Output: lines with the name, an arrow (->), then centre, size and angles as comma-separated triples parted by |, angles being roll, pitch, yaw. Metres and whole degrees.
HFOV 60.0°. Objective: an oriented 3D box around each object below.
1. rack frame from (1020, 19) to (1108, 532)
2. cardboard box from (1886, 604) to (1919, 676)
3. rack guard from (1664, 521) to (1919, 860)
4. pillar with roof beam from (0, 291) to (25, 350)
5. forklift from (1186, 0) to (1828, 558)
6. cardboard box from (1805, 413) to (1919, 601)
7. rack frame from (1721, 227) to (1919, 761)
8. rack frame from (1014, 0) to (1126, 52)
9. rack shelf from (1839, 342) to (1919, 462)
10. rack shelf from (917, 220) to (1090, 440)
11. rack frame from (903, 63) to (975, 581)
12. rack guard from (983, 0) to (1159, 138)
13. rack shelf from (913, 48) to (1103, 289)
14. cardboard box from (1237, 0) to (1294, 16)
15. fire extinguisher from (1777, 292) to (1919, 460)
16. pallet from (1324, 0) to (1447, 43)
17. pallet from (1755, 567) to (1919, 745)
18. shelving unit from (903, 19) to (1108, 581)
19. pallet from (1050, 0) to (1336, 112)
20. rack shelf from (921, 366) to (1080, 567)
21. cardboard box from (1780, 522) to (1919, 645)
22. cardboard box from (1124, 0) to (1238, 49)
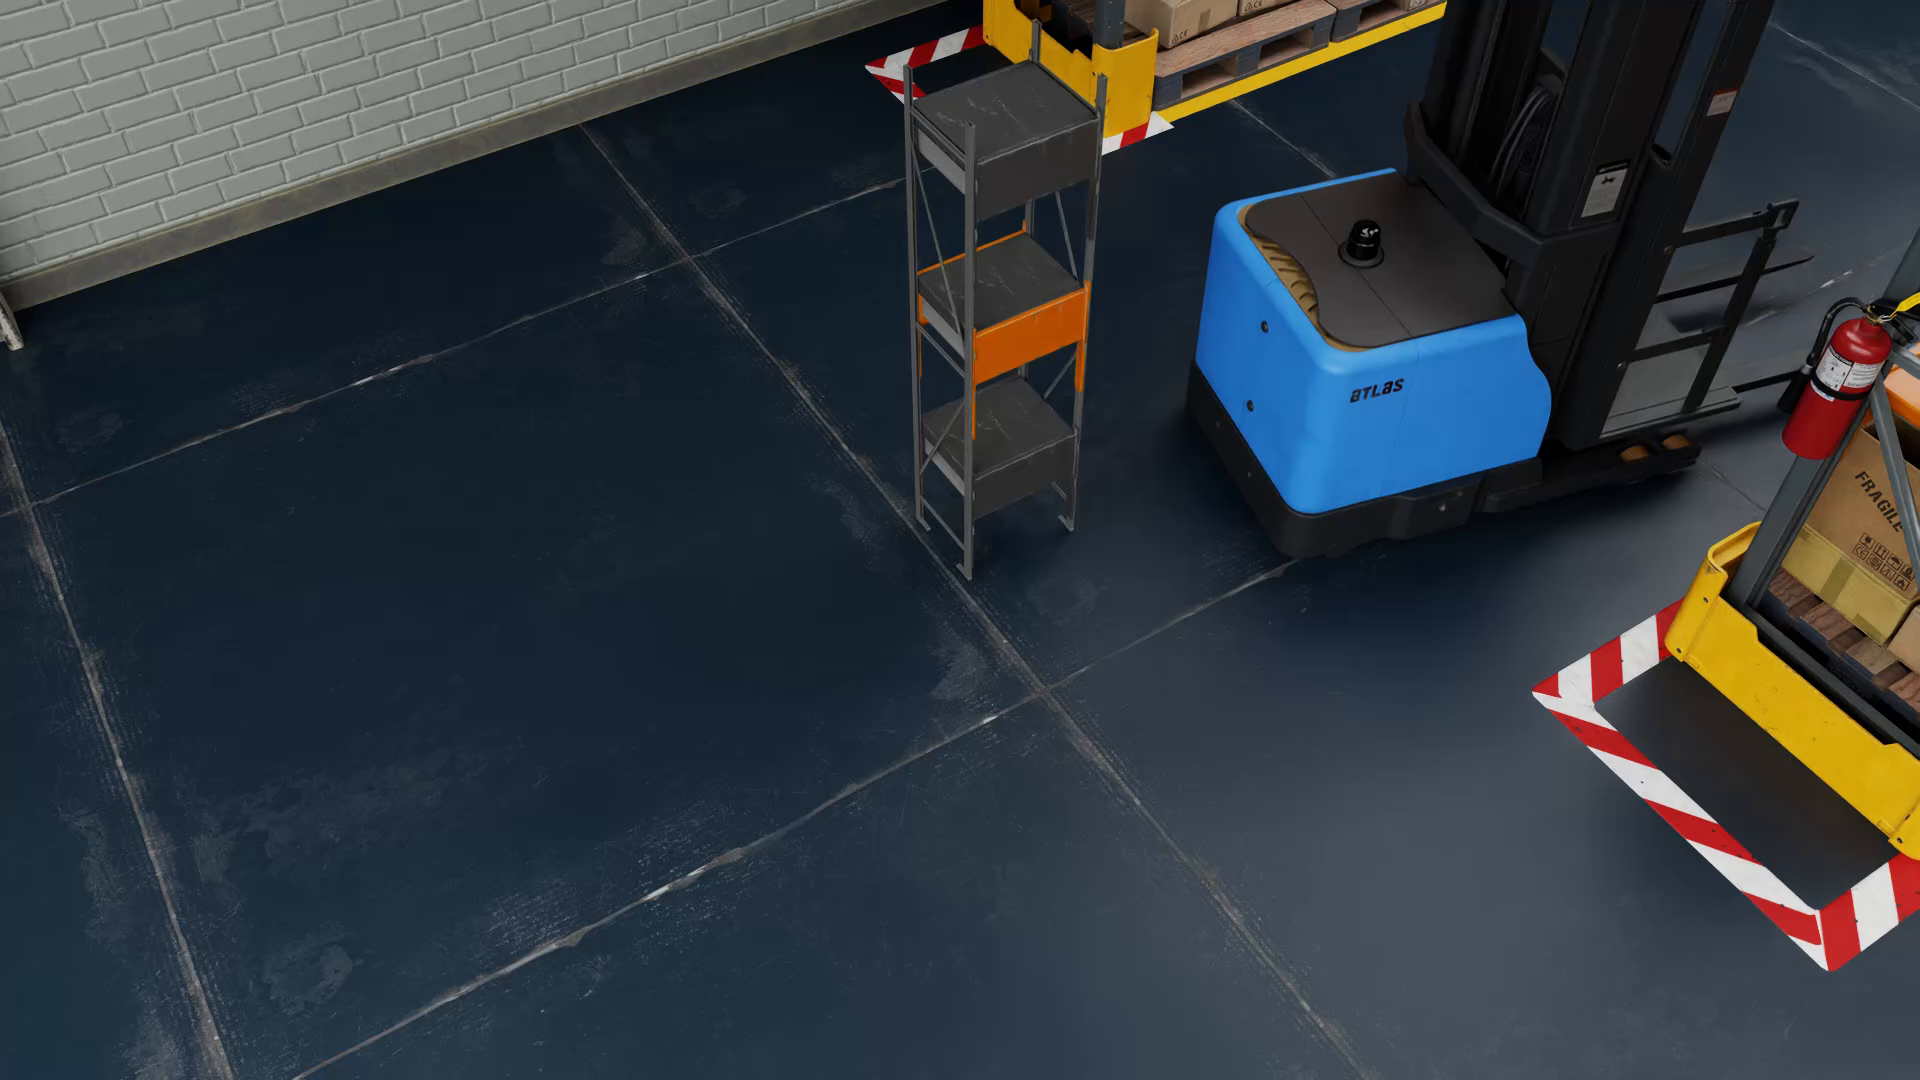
rack frame -> 0.346, -0.861, 6.056 | 0.015, 2.100, 0.400 | -25, 53, -21
cardboard box -> 3.712, 0.377, 5.911 | 0.500, 0.250, 0.500 | -25, 53, -21
rack guard -> 3.119, 0.517, 5.900 | 0.348, 0.500, 1.175 | -25, 53, -21
pillar with roof beam -> -2.154, -1.162, 1.704 | 0.400, 9.000, 9.100 | -25, 53, -21
forklift -> 2.543, -1.567, 6.128 | 3.031, 2.935, 1.130 | -14, 50, -12
cardboard box -> 3.434, -0.200, 5.923 | 0.500, 0.500, 0.500 | -25, 53, -21
rack frame -> 3.139, -0.324, 4.975 | 0.127, 3.000, 1.000 | -25, 53, -21
rack frame -> 0.493, -3.451, 7.760 | 0.127, 3.000, 1.000 | -25, 53, -21
rack shelf -> 4.831, -0.882, 5.954 | 4.000, 0.370, 1.077 | -25, 53, -21
rack shelf -> 0.140, -0.755, 5.980 | 0.480, 0.518, 0.431 | -25, 53, -21
rack frame -> -0.066, -0.667, 5.883 | 0.015, 2.100, 0.400 | -25, 53, -21
rack guard -> 0.557, -2.650, 8.721 | 0.348, 0.500, 1.175 | -25, 53, -21
rack shelf -> 0.140, -1.221, 5.457 | 0.480, 0.518, 0.431 | -25, 53, -21
cardboard box -> 1.608, -3.150, 8.997 | 0.500, 0.311, 0.500 | -21, 52, -18
fire extinguisher -> 2.791, -0.545, 5.224 | 0.183, 0.674, 0.296 | -25, 53, -21
pallet -> 2.294, -3.339, 9.527 | 1.213, 0.211, 1.003 | -25, 53, -21
pallet -> 3.764, 0.272, 6.312 | 1.213, 0.211, 1.003 | -25, 53, -21
shelving unit -> 0.140, -0.764, 5.970 | 0.503, 2.100, 0.431 | -25, 53, -21
pallet -> 1.263, -2.856, 9.097 | 1.213, 0.211, 1.003 | -25, 53, -21
rack shelf -> 0.140, -0.290, 6.503 | 0.480, 0.518, 0.431 | -25, 53, -21
cardboard box -> 3.435, 0.050, 6.202 | 0.500, 0.250, 0.500 | -25, 53, -21
cardboard box -> 1.126, -2.922, 8.795 | 0.500, 0.311, 0.500 | -31, 55, -25
